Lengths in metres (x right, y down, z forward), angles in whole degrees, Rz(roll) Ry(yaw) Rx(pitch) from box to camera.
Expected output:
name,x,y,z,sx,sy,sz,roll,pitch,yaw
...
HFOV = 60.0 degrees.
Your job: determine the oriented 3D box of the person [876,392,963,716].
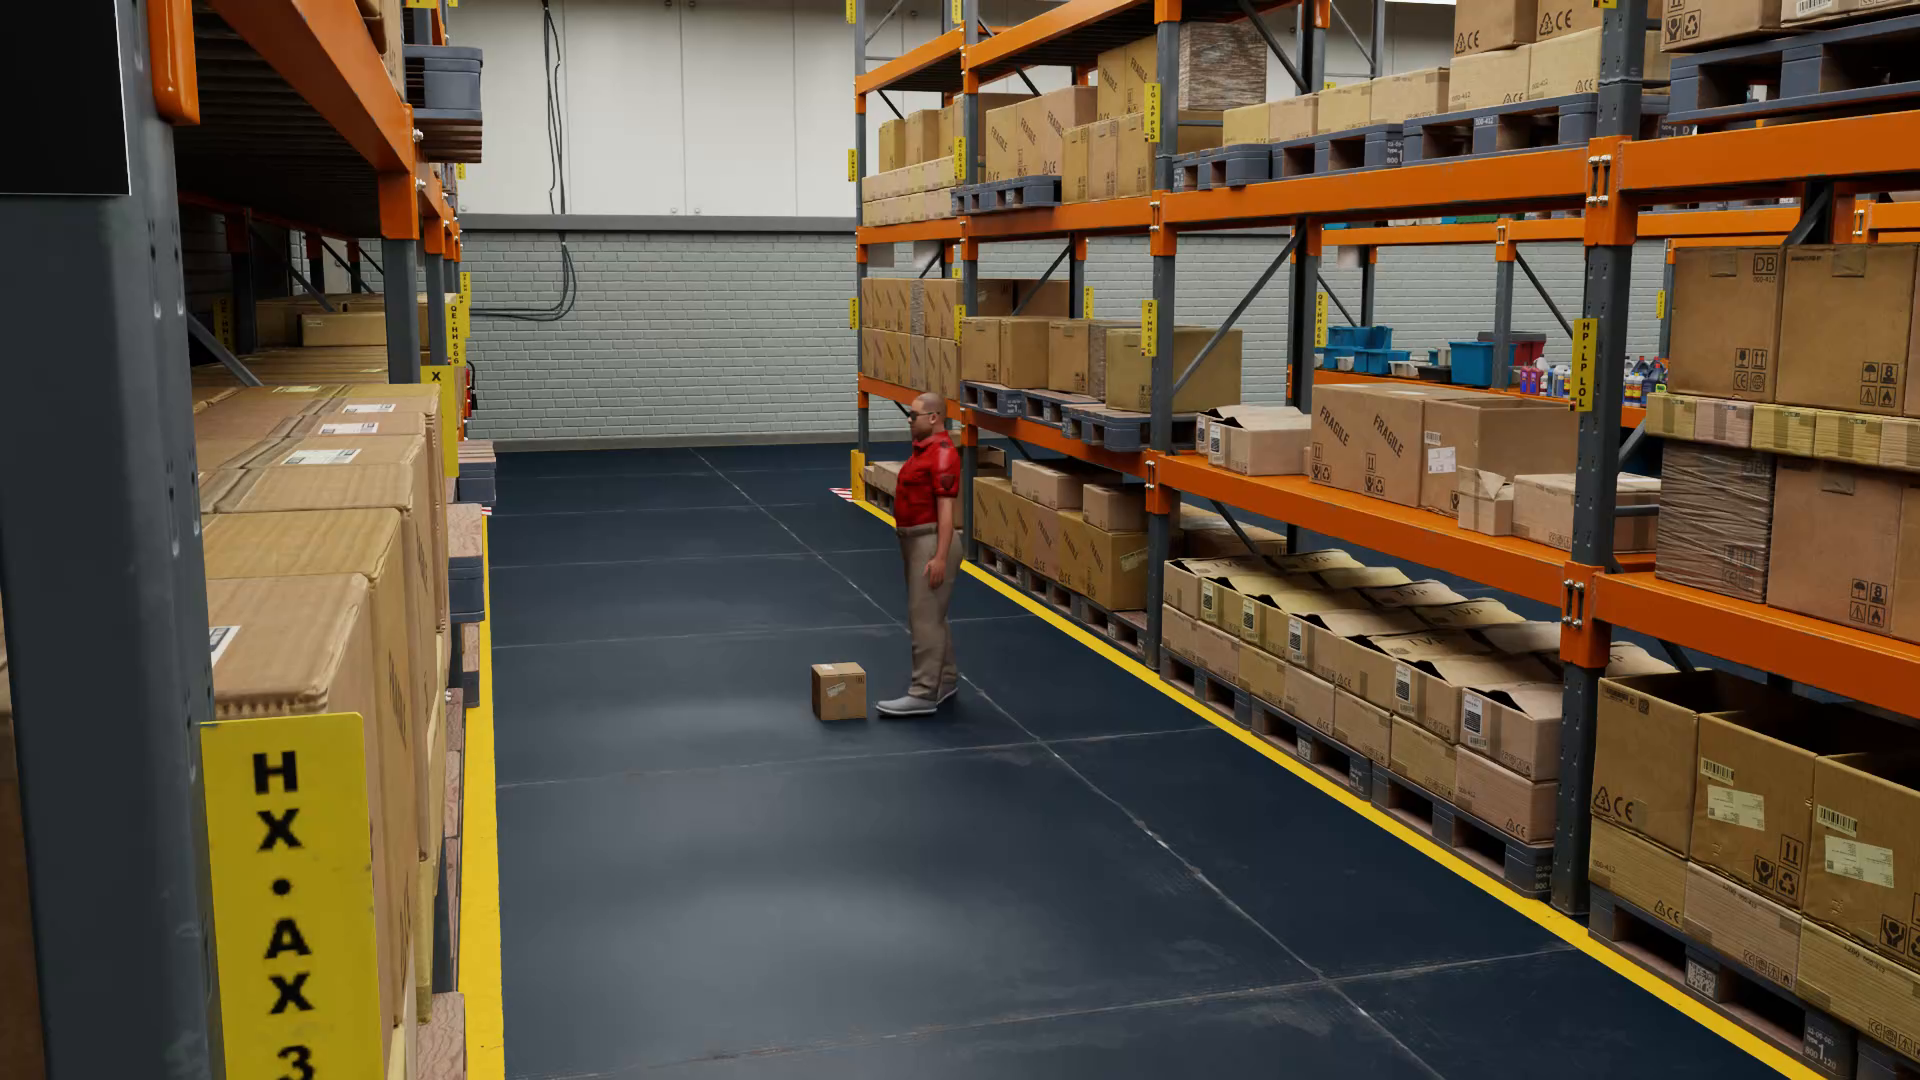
name,x,y,z,sx,sy,sz,roll,pitch,yaw
person,-0.217,0.076,8.990,0.530,1.743,0.555,-2,9,-14
